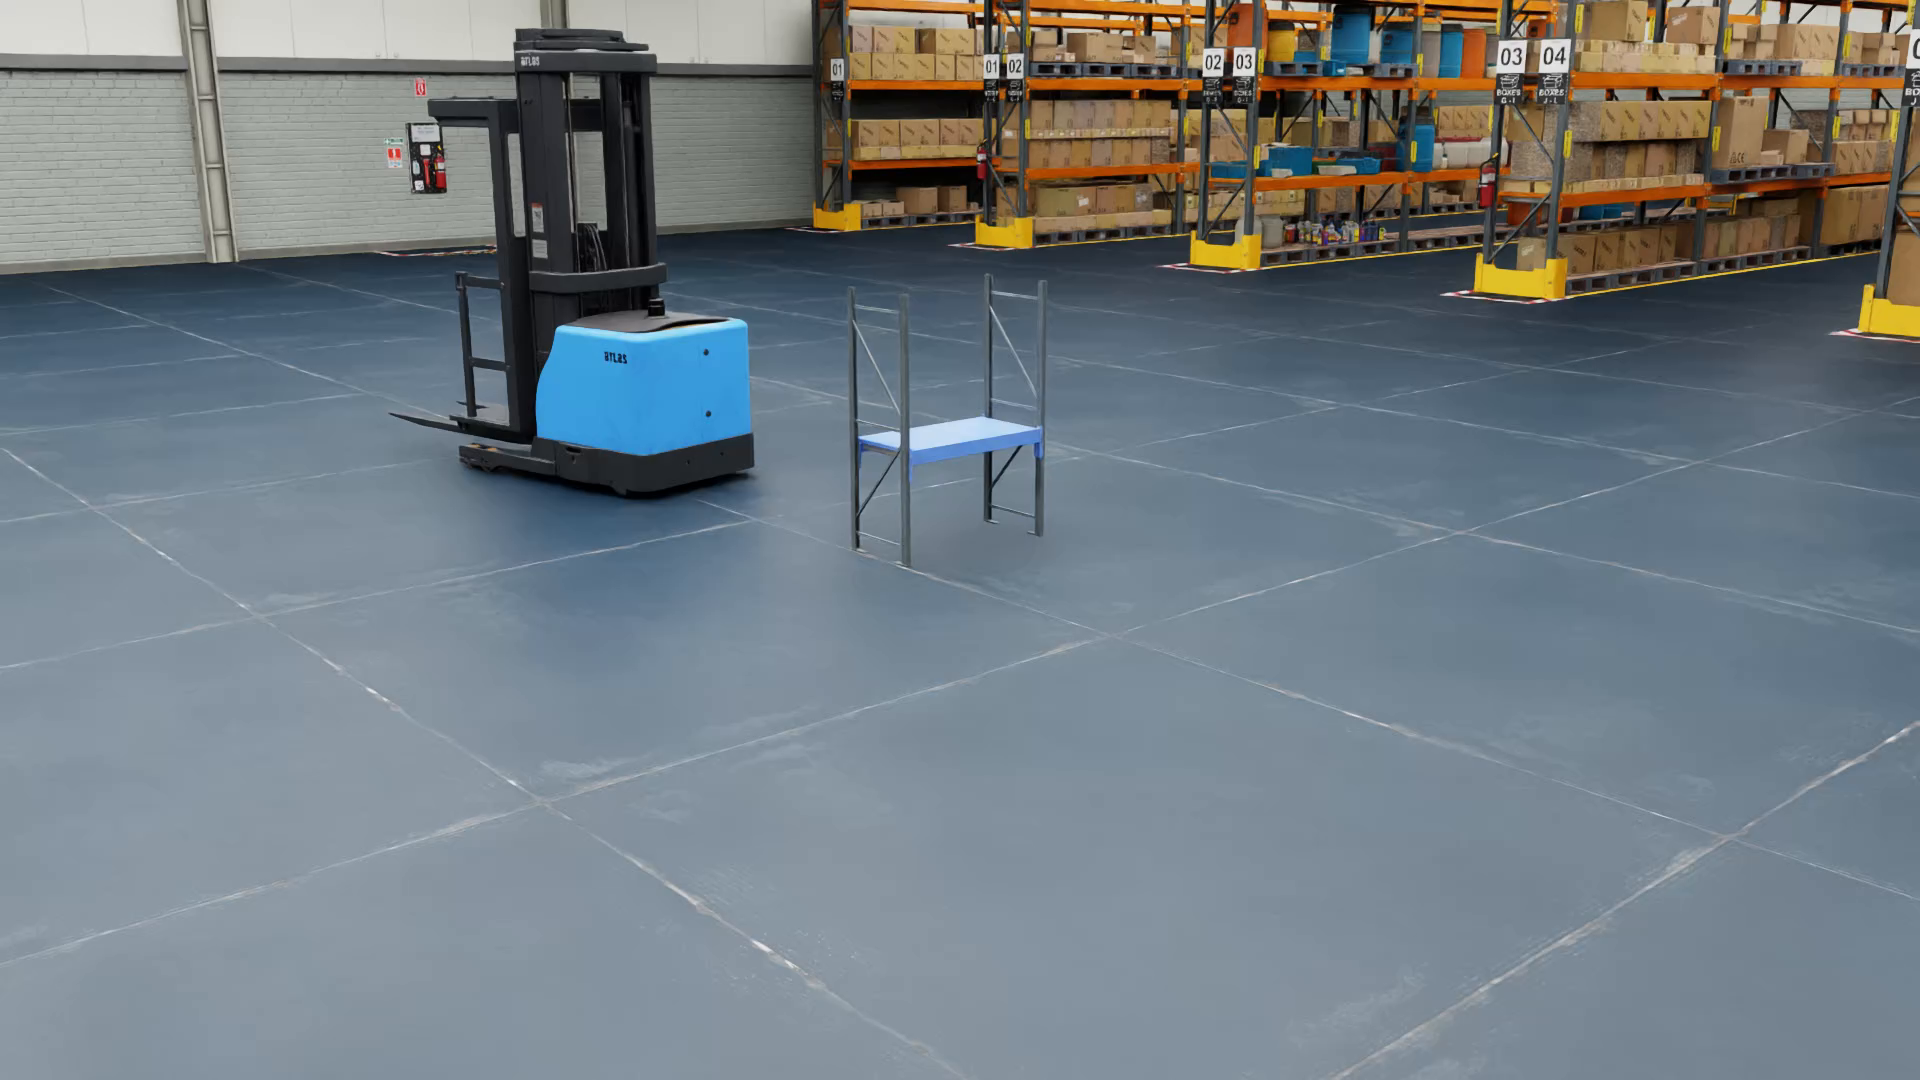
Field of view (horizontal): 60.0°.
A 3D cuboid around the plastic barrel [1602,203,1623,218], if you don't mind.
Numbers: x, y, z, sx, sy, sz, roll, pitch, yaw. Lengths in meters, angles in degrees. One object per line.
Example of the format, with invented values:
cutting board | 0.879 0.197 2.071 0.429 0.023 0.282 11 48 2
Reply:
plastic barrel | 12.659 -6.766 32.518 0.708 0.901 0.600 -13 19 -39

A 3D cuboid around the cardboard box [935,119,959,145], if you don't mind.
cardboard box | -0.371 -8.229 33.544 0.500 0.500 0.500 -13 20 -41

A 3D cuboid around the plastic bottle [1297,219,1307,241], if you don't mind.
plastic bottle | 5.561 -5.051 27.129 0.185 0.351 0.144 -12 19 -37

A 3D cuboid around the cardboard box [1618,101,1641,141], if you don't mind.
cardboard box | 8.632 -5.552 22.014 0.500 0.500 0.500 -13 19 -39

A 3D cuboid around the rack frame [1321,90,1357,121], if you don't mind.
rack frame | 9.595 -10.272 42.392 0.127 3.000 1.000 -13 19 -39

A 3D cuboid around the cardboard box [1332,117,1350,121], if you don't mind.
cardboard box | 9.217 -10.328 42.022 0.700 0.700 0.980 -12 19 -37

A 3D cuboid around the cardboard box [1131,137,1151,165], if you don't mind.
cardboard box | 3.073 -7.156 30.535 0.500 0.500 0.700 -13 20 -40

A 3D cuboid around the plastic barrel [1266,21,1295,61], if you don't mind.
plastic barrel | 4.805 -7.593 25.374 0.600 0.588 0.600 0 15 0

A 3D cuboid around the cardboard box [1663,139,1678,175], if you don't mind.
cardboard box | 9.517 -5.396 23.368 0.500 0.500 0.875 -13 19 -39

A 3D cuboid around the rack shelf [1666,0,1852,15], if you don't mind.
rack shelf | 11.806 -8.042 24.590 4.000 0.370 1.077 -13 19 -39

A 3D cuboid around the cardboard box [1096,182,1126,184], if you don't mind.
cardboard box | 2.870 -6.408 30.988 0.500 0.500 0.500 -13 19 -39

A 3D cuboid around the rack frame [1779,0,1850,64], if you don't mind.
rack frame | 13.315 -8.922 25.714 0.127 3.000 1.000 -13 19 -39

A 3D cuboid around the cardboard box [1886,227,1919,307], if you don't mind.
cardboard box | 10.928 -2.990 18.433 0.875 0.875 0.875 -13 19 -39

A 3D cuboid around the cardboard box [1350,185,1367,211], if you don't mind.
cardboard box | 8.119 -7.153 34.707 0.500 0.500 0.500 -13 20 -40

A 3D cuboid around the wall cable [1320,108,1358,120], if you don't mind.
wall cable | 9.940 -11.163 43.762 1.851 1.984 0.084 -13 19 -39

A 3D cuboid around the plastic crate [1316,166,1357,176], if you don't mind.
plastic crate | 5.987 -5.858 26.380 0.437 0.136 0.530 -13 19 -39

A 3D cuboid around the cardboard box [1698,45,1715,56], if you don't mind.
cardboard box | 10.242 -6.804 23.115 0.250 0.149 0.380 -12 19 -38

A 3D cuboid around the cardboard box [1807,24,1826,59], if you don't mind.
cardboard box | 12.739 -7.544 25.205 0.500 0.500 0.500 -13 20 -39

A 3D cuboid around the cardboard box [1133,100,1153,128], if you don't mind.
cardboard box | 3.086 -7.788 30.386 0.500 0.500 0.700 -13 20 -39

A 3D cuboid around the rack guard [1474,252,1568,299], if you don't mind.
rack guard | 7.337 -3.473 21.785 0.348 0.500 1.175 -13 19 -39

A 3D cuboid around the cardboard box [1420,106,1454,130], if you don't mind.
cardboard box | 10.372 -9.187 36.199 0.500 0.500 0.500 -12 19 -38

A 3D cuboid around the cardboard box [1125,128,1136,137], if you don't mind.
cardboard box | 2.964 -7.377 30.104 0.250 0.149 0.380 -13 20 -40

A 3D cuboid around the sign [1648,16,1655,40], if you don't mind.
sign | 9.930 -7.343 23.848 0.005 0.325 0.100 -13 19 -39

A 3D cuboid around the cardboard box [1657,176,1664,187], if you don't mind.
cardboard box | 9.515 -4.979 23.064 0.250 0.149 0.380 -13 19 -39

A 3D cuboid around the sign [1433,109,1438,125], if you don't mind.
sign | 10.199 -9.082 35.695 0.005 0.325 0.100 -13 19 -39

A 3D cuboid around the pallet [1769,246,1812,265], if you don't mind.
pallet | 12.724 -4.544 26.353 1.213 0.211 1.003 -13 19 -39

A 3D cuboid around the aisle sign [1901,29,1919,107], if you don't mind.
aisle sign | 10.209 -4.988 17.573 0.004 0.787 0.394 -13 19 -39

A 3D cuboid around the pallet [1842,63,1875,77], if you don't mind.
pallet | 13.766 -7.501 26.572 1.003 0.211 1.213 -12 19 -37

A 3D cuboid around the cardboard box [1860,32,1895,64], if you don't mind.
cardboard box | 14.842 -8.076 27.344 0.637 0.503 0.797 -13 20 -40

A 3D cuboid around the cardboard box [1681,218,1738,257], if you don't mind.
cardboard box | 11.147 -4.528 24.879 0.500 0.500 0.700 -13 20 -40

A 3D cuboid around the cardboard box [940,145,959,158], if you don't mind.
cardboard box | -0.366 -7.866 33.637 0.500 0.250 0.500 -13 20 -40

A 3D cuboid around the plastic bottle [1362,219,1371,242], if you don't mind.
plastic bottle | 6.605 -5.045 27.106 0.185 0.351 0.144 -14 20 -42

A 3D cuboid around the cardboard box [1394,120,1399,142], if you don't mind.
cardboard box | 9.328 -8.845 36.042 0.700 0.500 0.500 8 17 28

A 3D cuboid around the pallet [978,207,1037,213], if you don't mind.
pallet | 1.129 -7.024 35.636 1.213 0.211 1.003 -13 19 -39

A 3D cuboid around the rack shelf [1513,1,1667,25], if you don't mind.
rack shelf | 11.572 -9.684 30.736 4.000 0.370 1.077 -13 19 -39

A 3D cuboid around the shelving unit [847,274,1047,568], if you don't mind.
shelving unit | -0.064 -0.710 9.502 1.048 1.500 0.538 -13 19 -39

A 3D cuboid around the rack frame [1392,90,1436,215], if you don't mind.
rack frame | 9.832 -8.630 36.247 0.127 3.000 1.000 -13 19 -39

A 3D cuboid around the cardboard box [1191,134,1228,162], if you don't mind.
cardboard box | 4.785 -7.539 31.970 0.500 0.500 0.500 -11 18 -35

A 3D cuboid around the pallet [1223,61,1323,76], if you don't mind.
pallet | 4.717 -7.112 25.115 1.213 0.211 1.003 -13 19 -39

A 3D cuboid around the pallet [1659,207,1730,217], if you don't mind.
pallet | 15.451 -6.864 35.036 1.213 0.211 1.003 -13 19 -39

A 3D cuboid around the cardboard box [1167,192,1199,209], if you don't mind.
cardboard box | 4.273 -6.442 31.482 0.500 0.311 0.500 -13 19 -39

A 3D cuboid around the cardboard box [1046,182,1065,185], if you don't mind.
cardboard box | 1.855 -7.547 36.184 0.500 0.500 0.700 -12 19 -39

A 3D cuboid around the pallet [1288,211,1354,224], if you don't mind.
pallet | 7.403 -6.724 34.516 1.213 0.211 1.003 -13 19 -39

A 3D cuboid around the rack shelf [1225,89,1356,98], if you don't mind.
rack shelf | 8.086 -11.034 40.829 4.000 0.370 1.077 -13 19 -39

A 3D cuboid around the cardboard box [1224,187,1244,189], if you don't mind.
cardboard box | 5.450 -6.890 33.159 0.500 0.311 0.500 -13 20 -41

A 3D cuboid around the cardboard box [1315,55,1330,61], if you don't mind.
cardboard box | 7.122 -9.531 33.611 0.500 0.500 0.910 -13 19 -39

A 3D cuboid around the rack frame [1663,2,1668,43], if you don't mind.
rack frame | 13.081 -10.564 31.860 0.127 3.000 1.000 -13 19 -39

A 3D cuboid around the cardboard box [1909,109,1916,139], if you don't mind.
cardboard box | 15.856 -7.124 28.471 0.637 0.503 0.797 -13 20 -41

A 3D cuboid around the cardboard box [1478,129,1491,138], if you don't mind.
cardboard box | 11.541 -8.970 37.325 0.500 0.500 0.500 -13 20 -40

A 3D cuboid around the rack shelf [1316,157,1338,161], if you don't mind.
rack shelf | 8.324 -7.944 35.071 4.000 0.370 1.077 -13 19 -39

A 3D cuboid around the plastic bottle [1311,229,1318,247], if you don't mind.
plastic bottle | 5.601 -4.773 26.242 0.097 0.271 0.097 0 15 0

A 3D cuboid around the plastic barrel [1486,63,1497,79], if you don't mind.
plastic barrel | 9.257 -8.109 28.752 0.301 0.262 0.301 0 15 0

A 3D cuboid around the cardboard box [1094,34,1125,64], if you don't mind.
cardboard box | 2.472 -8.790 29.748 0.637 0.503 0.797 -10 18 -33

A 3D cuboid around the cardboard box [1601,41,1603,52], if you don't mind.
cardboard box | 8.008 -6.331 21.345 0.250 0.149 0.380 -13 20 -40

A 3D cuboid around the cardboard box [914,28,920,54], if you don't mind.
cardboard box | -1.146 -9.933 33.141 0.500 0.500 0.500 -13 20 -39

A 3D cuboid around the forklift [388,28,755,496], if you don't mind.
forklift | -2.882 -1.986 11.505 3.031 2.935 1.130 11 19 36
